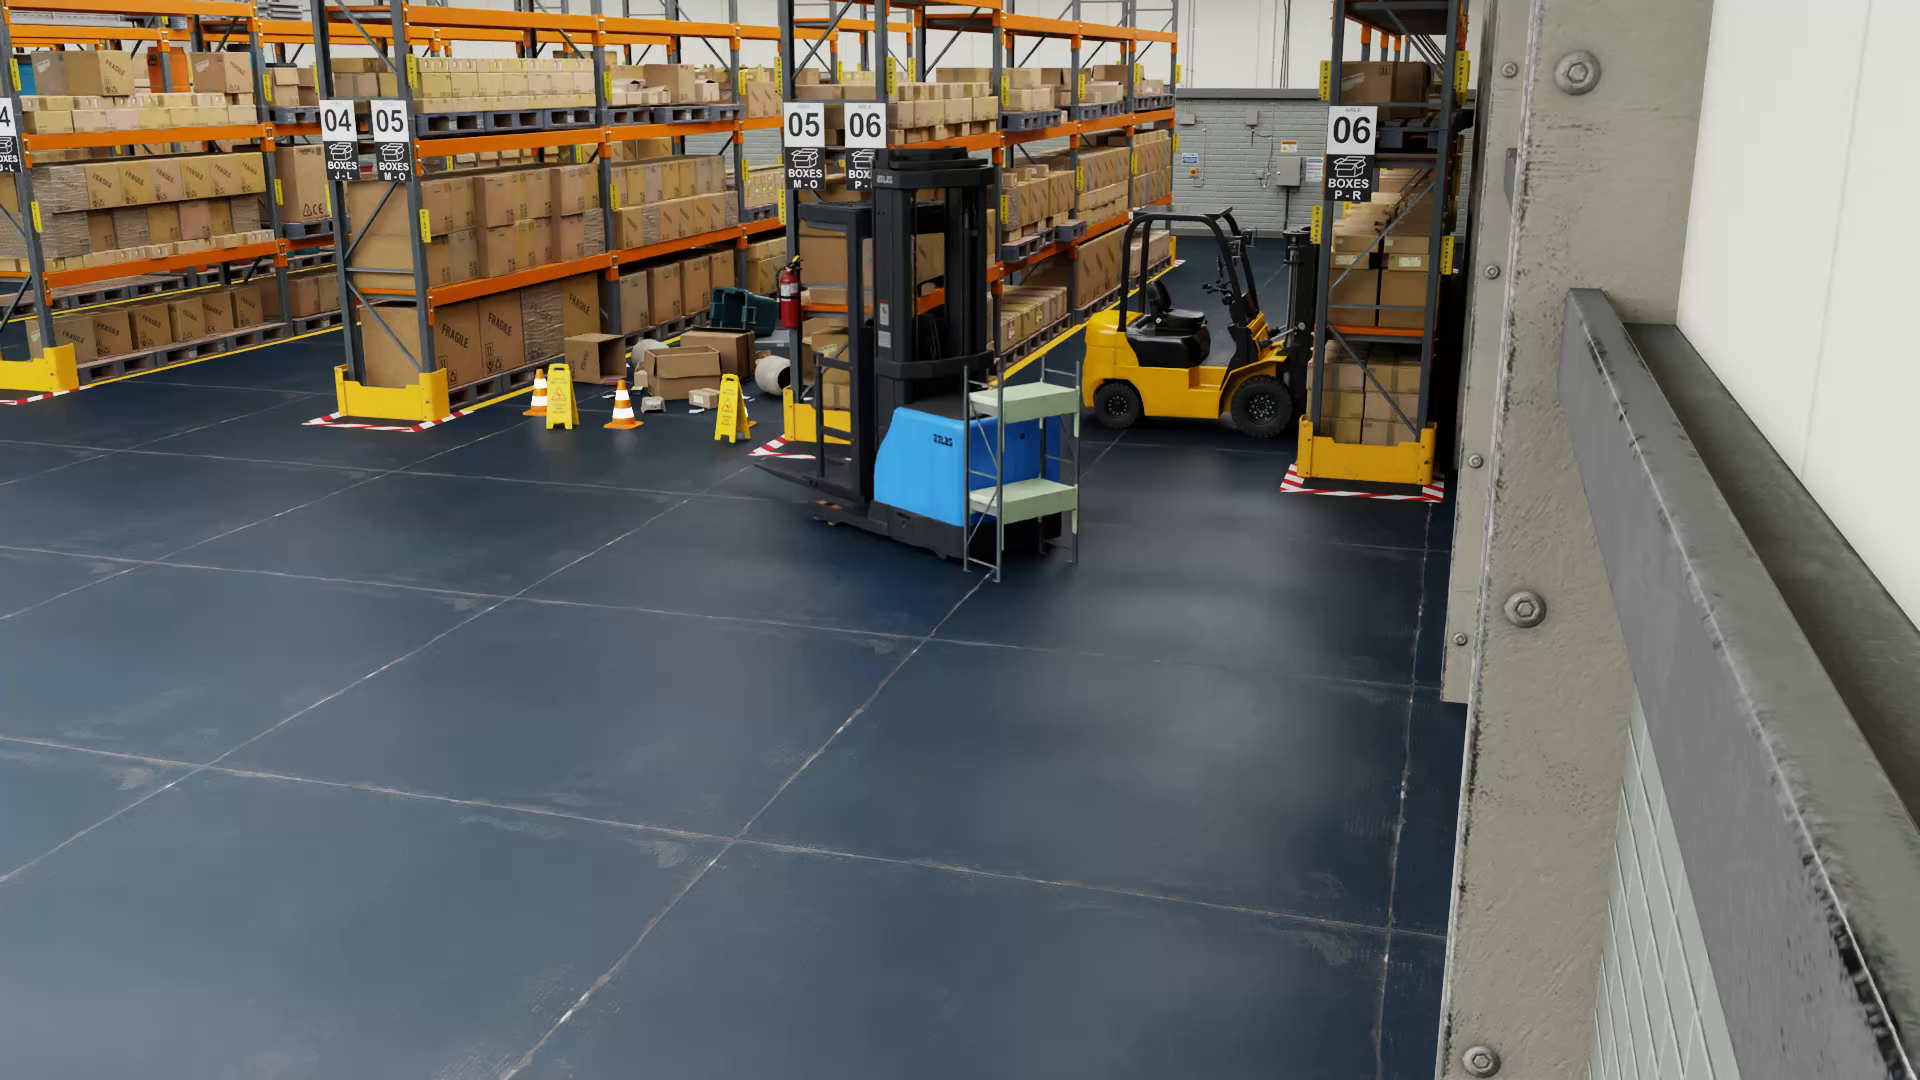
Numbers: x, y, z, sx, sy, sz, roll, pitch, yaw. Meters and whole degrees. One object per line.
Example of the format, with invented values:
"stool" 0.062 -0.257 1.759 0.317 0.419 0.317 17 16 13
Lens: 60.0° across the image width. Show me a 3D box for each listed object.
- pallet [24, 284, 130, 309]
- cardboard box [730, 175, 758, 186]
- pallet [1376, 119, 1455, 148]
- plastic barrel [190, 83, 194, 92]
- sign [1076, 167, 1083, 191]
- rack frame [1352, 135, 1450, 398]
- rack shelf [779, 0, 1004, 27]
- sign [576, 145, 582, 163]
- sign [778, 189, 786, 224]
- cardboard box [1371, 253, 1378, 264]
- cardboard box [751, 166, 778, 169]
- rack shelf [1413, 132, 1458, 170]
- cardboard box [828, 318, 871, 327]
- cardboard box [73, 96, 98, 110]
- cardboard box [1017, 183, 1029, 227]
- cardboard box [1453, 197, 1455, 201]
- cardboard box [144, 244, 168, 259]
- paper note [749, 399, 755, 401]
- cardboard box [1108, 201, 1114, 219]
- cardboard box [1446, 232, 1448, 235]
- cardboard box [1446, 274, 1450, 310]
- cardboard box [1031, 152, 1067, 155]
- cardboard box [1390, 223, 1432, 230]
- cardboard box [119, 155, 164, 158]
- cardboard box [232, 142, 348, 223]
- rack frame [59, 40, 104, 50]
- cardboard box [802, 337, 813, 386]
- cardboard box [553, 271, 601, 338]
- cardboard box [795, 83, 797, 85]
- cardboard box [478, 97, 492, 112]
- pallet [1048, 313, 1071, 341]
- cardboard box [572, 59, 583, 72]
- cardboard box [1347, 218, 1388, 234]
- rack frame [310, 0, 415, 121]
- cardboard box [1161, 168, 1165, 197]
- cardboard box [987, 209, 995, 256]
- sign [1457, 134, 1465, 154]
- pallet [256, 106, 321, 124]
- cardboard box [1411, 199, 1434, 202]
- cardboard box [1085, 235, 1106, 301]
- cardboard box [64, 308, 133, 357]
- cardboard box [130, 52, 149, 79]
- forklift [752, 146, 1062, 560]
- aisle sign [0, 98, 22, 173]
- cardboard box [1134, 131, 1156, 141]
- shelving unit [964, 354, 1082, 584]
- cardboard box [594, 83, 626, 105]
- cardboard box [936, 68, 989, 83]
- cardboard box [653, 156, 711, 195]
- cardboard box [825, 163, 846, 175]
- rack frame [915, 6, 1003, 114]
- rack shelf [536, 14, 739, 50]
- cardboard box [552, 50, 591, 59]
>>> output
"pallet" -13.732 -3.786 25.791 1.003 0.211 1.213 5 16 16
"cardboard box" -3.259 -5.394 24.951 0.380 0.149 0.250 4 16 14
"pallet" 3.837 -3.600 14.688 1.003 0.211 1.213 5 16 16
"plastic barrel" -12.962 -7.516 27.818 0.301 0.262 0.301 0 16 0
"sign" 1.647 -4.972 22.886 0.100 0.325 0.005 5 16 16
"rack frame" 4.748 -3.063 18.130 1.000 3.000 0.127 5 16 16
"rack shelf" -0.581 -5.462 16.919 1.077 0.370 4.000 5 16 16
"sign" -6.717 -6.787 29.285 0.100 0.325 0.005 5 16 16
"sign" -1.676 -3.157 15.763 0.100 0.325 0.005 5 16 16
"cardboard box" 3.617 -2.621 15.201 0.380 0.149 0.250 5 17 17
"cardboard box" -3.215 -6.057 27.286 0.380 0.149 0.250 5 17 16
"rack shelf" 5.316 -4.683 19.663 1.077 0.370 4.000 5 16 16
"cardboard box" -1.132 -2.283 17.088 0.380 0.149 0.250 5 17 17
"cardboard box" -10.085 -4.987 18.962 0.380 0.149 0.250 5 17 18
"cardboard box" 0.537 -4.071 20.188 0.500 0.500 0.500 5 16 16
"cardboard box" 8.021 -5.630 27.642 0.380 0.149 0.250 5 17 16
"cardboard box" -9.822 -3.489 20.092 0.380 0.149 0.250 5 16 16
"paper note" -2.277 -1.537 18.229 0.032 0.001 0.123 5 16 16
"cardboard box" 2.068 -5.067 25.471 0.500 0.250 0.500 4 16 14
"cardboard box" 5.290 -3.475 18.941 0.500 0.250 0.500 4 16 15
"cardboard box" 6.582 -3.462 23.350 0.500 0.500 0.500 6 17 19
"cardboard box" 1.306 -5.442 24.503 0.500 0.500 0.500 5 16 16
"cardboard box" 4.215 -2.861 15.502 0.380 0.149 0.250 5 17 18
"cardboard box" -10.169 -4.528 20.734 0.500 0.500 0.500 5 16 16
"cardboard box" -9.154 -4.903 22.748 1.000 1.000 1.000 5 17 16
"rack frame" -16.737 -9.963 31.465 1.000 3.000 0.127 5 16 16
"cardboard box" -1.622 -2.070 19.208 0.500 0.500 0.500 -10 19 -32
"cardboard box" -5.033 -2.825 20.415 0.875 0.875 0.875 5 17 17
"cardboard box" -2.965 -7.285 26.914 0.500 0.311 0.500 4 16 15
"cardboard box" -5.232 -4.659 17.768 0.380 0.149 0.250 5 16 16
"pallet" 0.901 -2.947 22.833 1.003 0.211 1.213 5 16 16
"cardboard box" -4.657 -5.573 19.531 0.380 0.149 0.250 5 16 16
"cardboard box" 3.941 -3.031 16.102 0.380 0.149 0.250 5 17 17
"rack frame" -5.924 -5.644 16.235 1.000 3.000 0.127 5 16 16
"cardboard box" 3.357 -6.357 29.562 0.500 0.500 0.500 4 16 15
"cardboard box" 0.100 -3.502 18.951 0.500 0.500 0.500 4 16 14
"sign" 8.684 -6.863 28.827 0.100 0.325 0.005 5 16 16
"pallet" -9.236 -5.721 22.349 1.213 0.211 1.003 5 16 16
"cardboard box" 5.735 -4.096 20.402 0.380 0.149 0.250 5 16 16
"cardboard box" 1.658 -4.080 24.842 0.875 0.875 0.875 5 17 17
"cardboard box" -10.320 -2.489 19.919 0.500 0.500 0.500 10 18 30
"cardboard box" -16.358 -9.299 32.606 0.700 0.500 0.500 5 16 16
"forklift" -0.563 -1.601 13.102 1.130 2.935 3.031 -13 20 -38
"aisle sign" -10.381 -4.380 18.009 0.394 0.787 0.004 5 16 16
"cardboard box" 3.178 -6.980 28.736 0.380 0.149 0.250 5 17 17
"shelving unit" 0.444 -0.521 11.918 0.755 1.500 0.431 -13 20 -38
"cardboard box" -4.376 -5.571 20.770 0.258 0.266 0.396 4 16 15
"cardboard box" 0.030 -5.421 19.538 0.500 0.250 0.500 5 17 17
"cardboard box" -3.930 -5.130 23.405 0.700 0.500 0.500 4 16 15
"cardboard box" -2.131 -6.198 28.456 0.500 0.500 0.500 4 16 15
"rack frame" -0.012 -6.333 18.665 1.000 3.000 0.127 5 16 16
"rack shelf" -4.219 -6.675 21.922 1.077 0.370 4.000 5 16 16
"cardboard box" -6.967 -8.656 29.841 0.500 0.250 0.500 4 16 12
